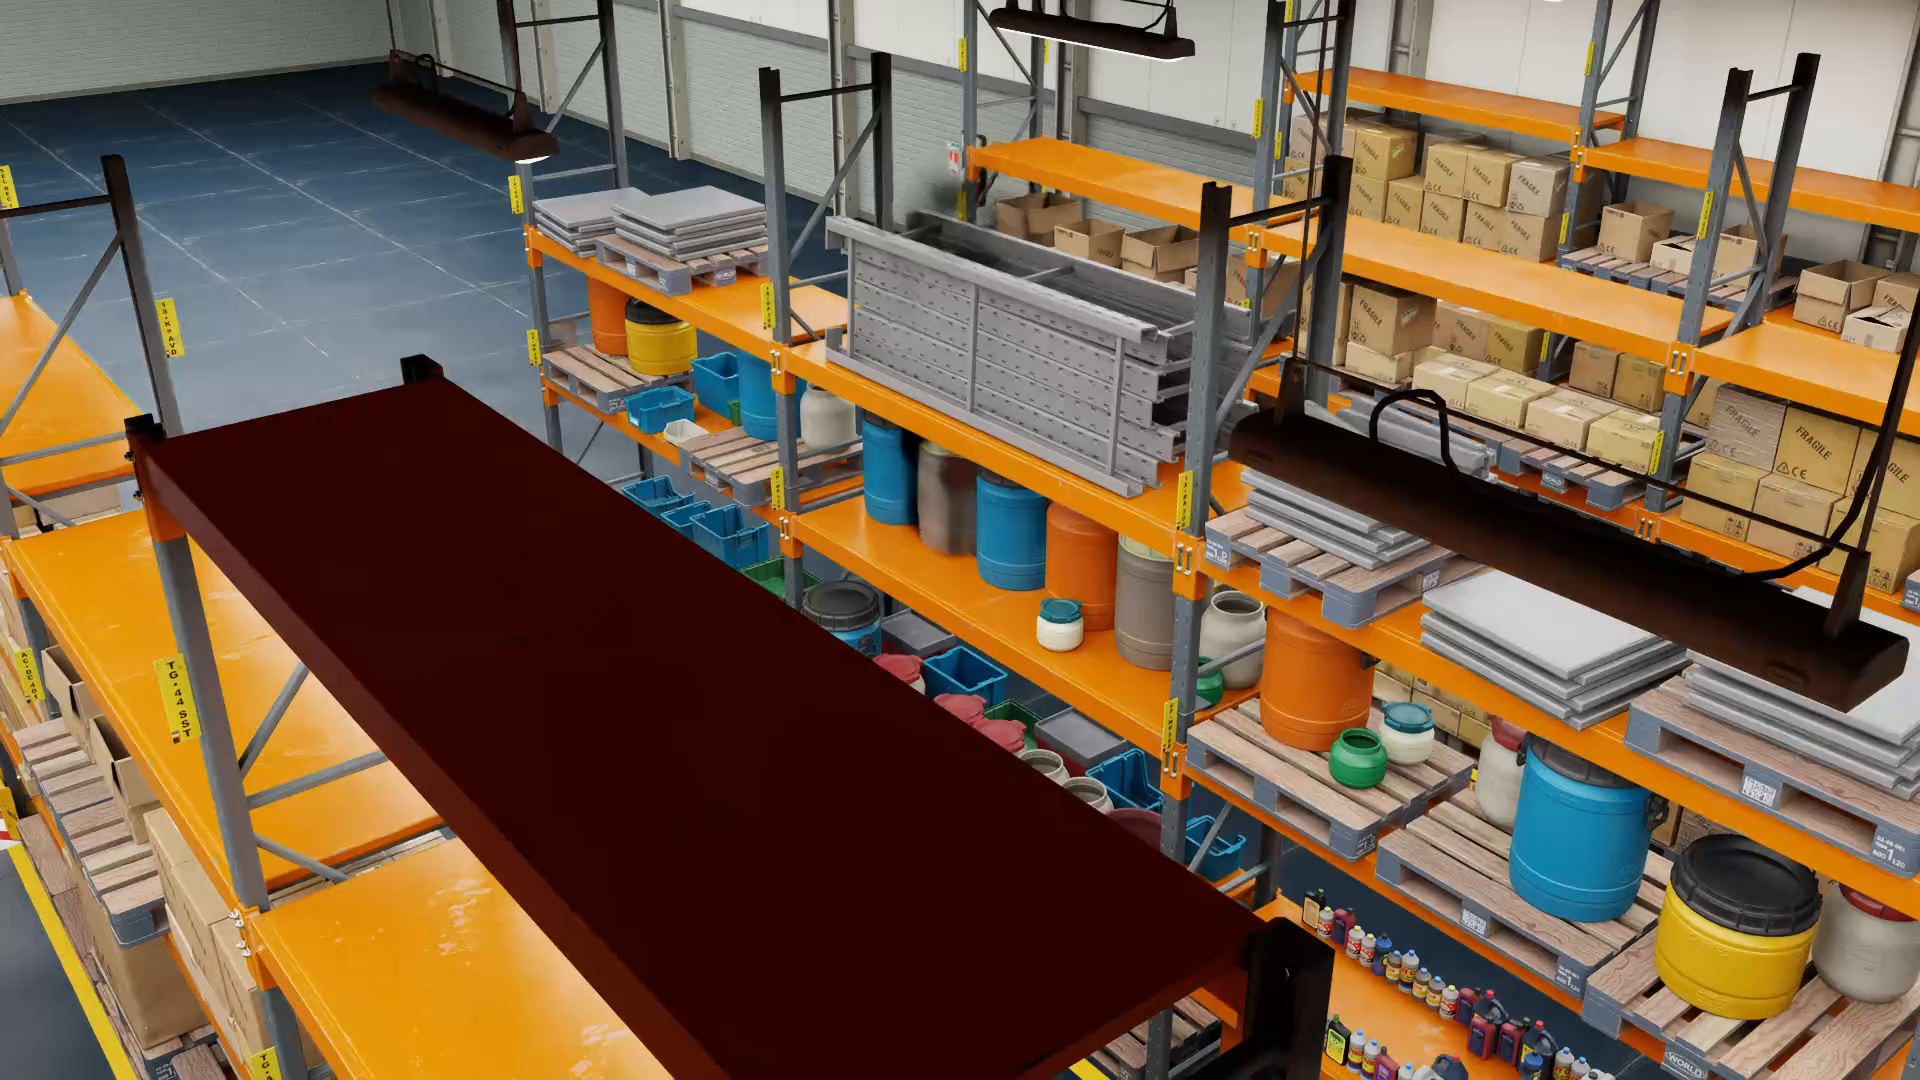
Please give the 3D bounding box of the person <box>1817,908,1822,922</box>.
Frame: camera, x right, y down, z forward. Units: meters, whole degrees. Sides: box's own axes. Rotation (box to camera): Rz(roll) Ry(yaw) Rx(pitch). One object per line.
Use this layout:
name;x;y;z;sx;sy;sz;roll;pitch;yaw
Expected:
person;5.129;2.931;10.305;0.562;1.657;0.599;17;31;31
